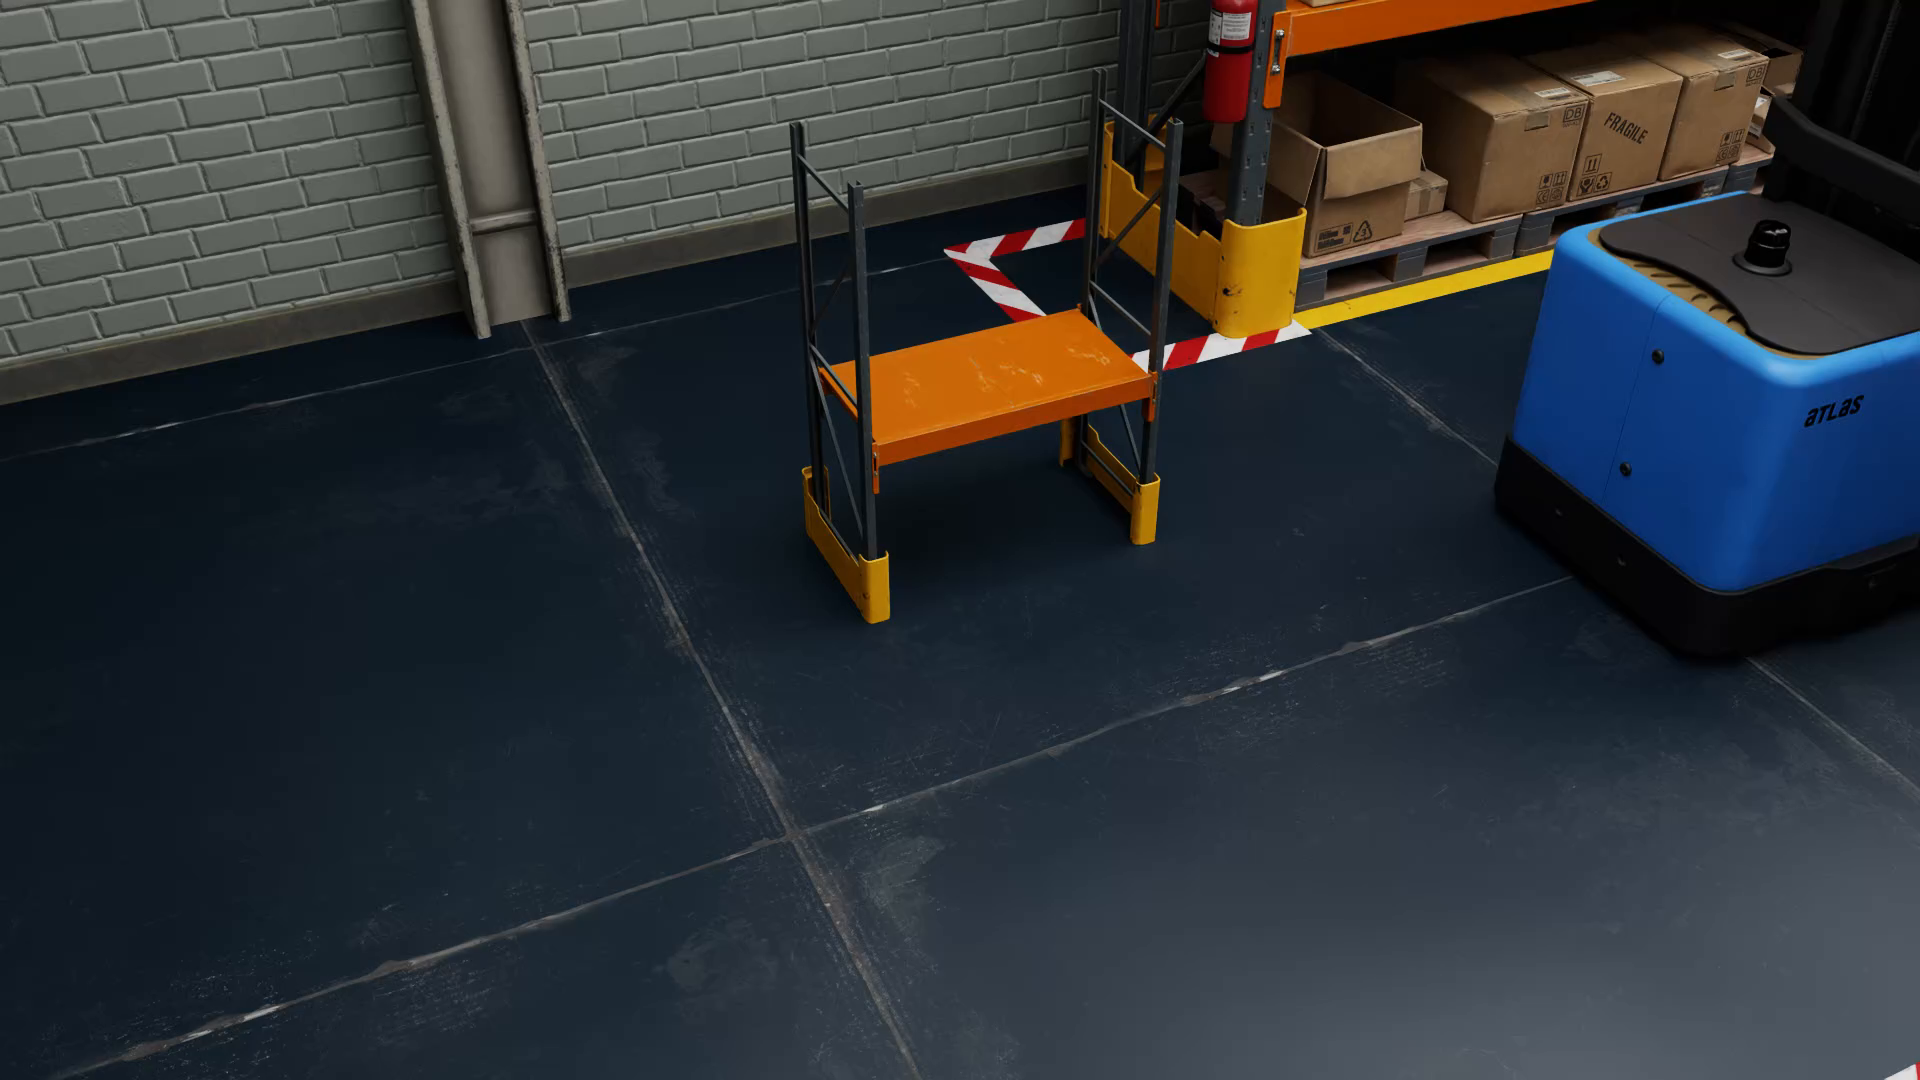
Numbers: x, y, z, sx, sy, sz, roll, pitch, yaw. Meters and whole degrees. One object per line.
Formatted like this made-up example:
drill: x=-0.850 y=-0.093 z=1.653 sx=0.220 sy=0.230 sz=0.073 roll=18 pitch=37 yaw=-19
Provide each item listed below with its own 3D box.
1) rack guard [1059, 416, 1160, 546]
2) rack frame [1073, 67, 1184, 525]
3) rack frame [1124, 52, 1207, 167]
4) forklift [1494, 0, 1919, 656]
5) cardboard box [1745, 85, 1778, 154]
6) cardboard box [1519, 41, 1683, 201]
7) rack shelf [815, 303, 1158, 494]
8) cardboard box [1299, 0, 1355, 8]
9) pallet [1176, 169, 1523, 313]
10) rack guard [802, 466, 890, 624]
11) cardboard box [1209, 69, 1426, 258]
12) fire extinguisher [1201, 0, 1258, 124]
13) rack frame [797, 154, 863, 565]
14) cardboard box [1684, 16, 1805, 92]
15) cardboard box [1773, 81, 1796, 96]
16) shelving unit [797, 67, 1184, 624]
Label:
rack guard: x=0.520 y=-0.246 z=5.871 sx=0.087 sy=0.250 sz=0.587 roll=-16 pitch=39 yaw=-20
rack frame: x=0.537 y=-0.753 z=5.506 sx=0.032 sy=1.500 sz=0.500 roll=-16 pitch=39 yaw=-20
rack frame: x=0.947 y=-2.361 z=6.415 sx=0.053 sy=2.616 sz=0.949 roll=-16 pitch=39 yaw=-20
forklift: x=3.444 y=-1.389 z=5.162 sx=3.031 sy=2.935 sz=1.130 roll=-15 pitch=39 yaw=-19
cardboard box: x=3.864 y=-2.056 z=7.946 sx=0.258 sy=0.266 sz=0.396 roll=-14 pitch=39 yaw=-18
cardboard box: x=2.851 y=-1.906 z=7.548 sx=0.500 sy=0.500 sz=0.500 roll=-15 pitch=39 yaw=-19
rack shelf: x=0.077 y=-0.480 z=5.439 sx=1.000 sy=0.185 sz=0.538 roll=-16 pitch=39 yaw=-20
cardboard box: x=1.360 y=-2.197 z=6.405 sx=0.250 sy=0.149 sz=0.380 roll=-16 pitch=39 yaw=-20
pallet: x=1.736 y=-1.464 z=7.547 sx=1.213 sy=0.211 sz=1.003 roll=-16 pitch=39 yaw=-20
rack guard: x=-0.382 y=0.006 z=5.532 sx=0.087 sy=0.250 sz=0.587 roll=-16 pitch=39 yaw=-20
cardboard box: x=1.539 y=-1.632 z=7.175 sx=0.637 sy=0.503 sz=0.797 roll=-17 pitch=40 yaw=-22
fire extinguisher: x=1.009 y=-1.895 z=6.165 sx=0.183 sy=0.674 sz=0.296 roll=-16 pitch=39 yaw=-20
rack frame: x=-0.384 y=-0.496 z=5.160 sx=0.013 sy=1.308 sz=0.475 roll=-16 pitch=39 yaw=-20
cardboard box: x=3.868 y=-2.424 z=8.404 sx=0.500 sy=0.311 sz=0.500 roll=-14 pitch=39 yaw=-18
cardboard box: x=4.187 y=-2.099 z=8.103 sx=0.250 sy=0.149 sz=0.380 roll=-17 pitch=40 yaw=-21
shelving unit: x=0.069 y=-0.622 z=5.329 sx=1.083 sy=1.500 sz=0.587 roll=-16 pitch=39 yaw=-20
